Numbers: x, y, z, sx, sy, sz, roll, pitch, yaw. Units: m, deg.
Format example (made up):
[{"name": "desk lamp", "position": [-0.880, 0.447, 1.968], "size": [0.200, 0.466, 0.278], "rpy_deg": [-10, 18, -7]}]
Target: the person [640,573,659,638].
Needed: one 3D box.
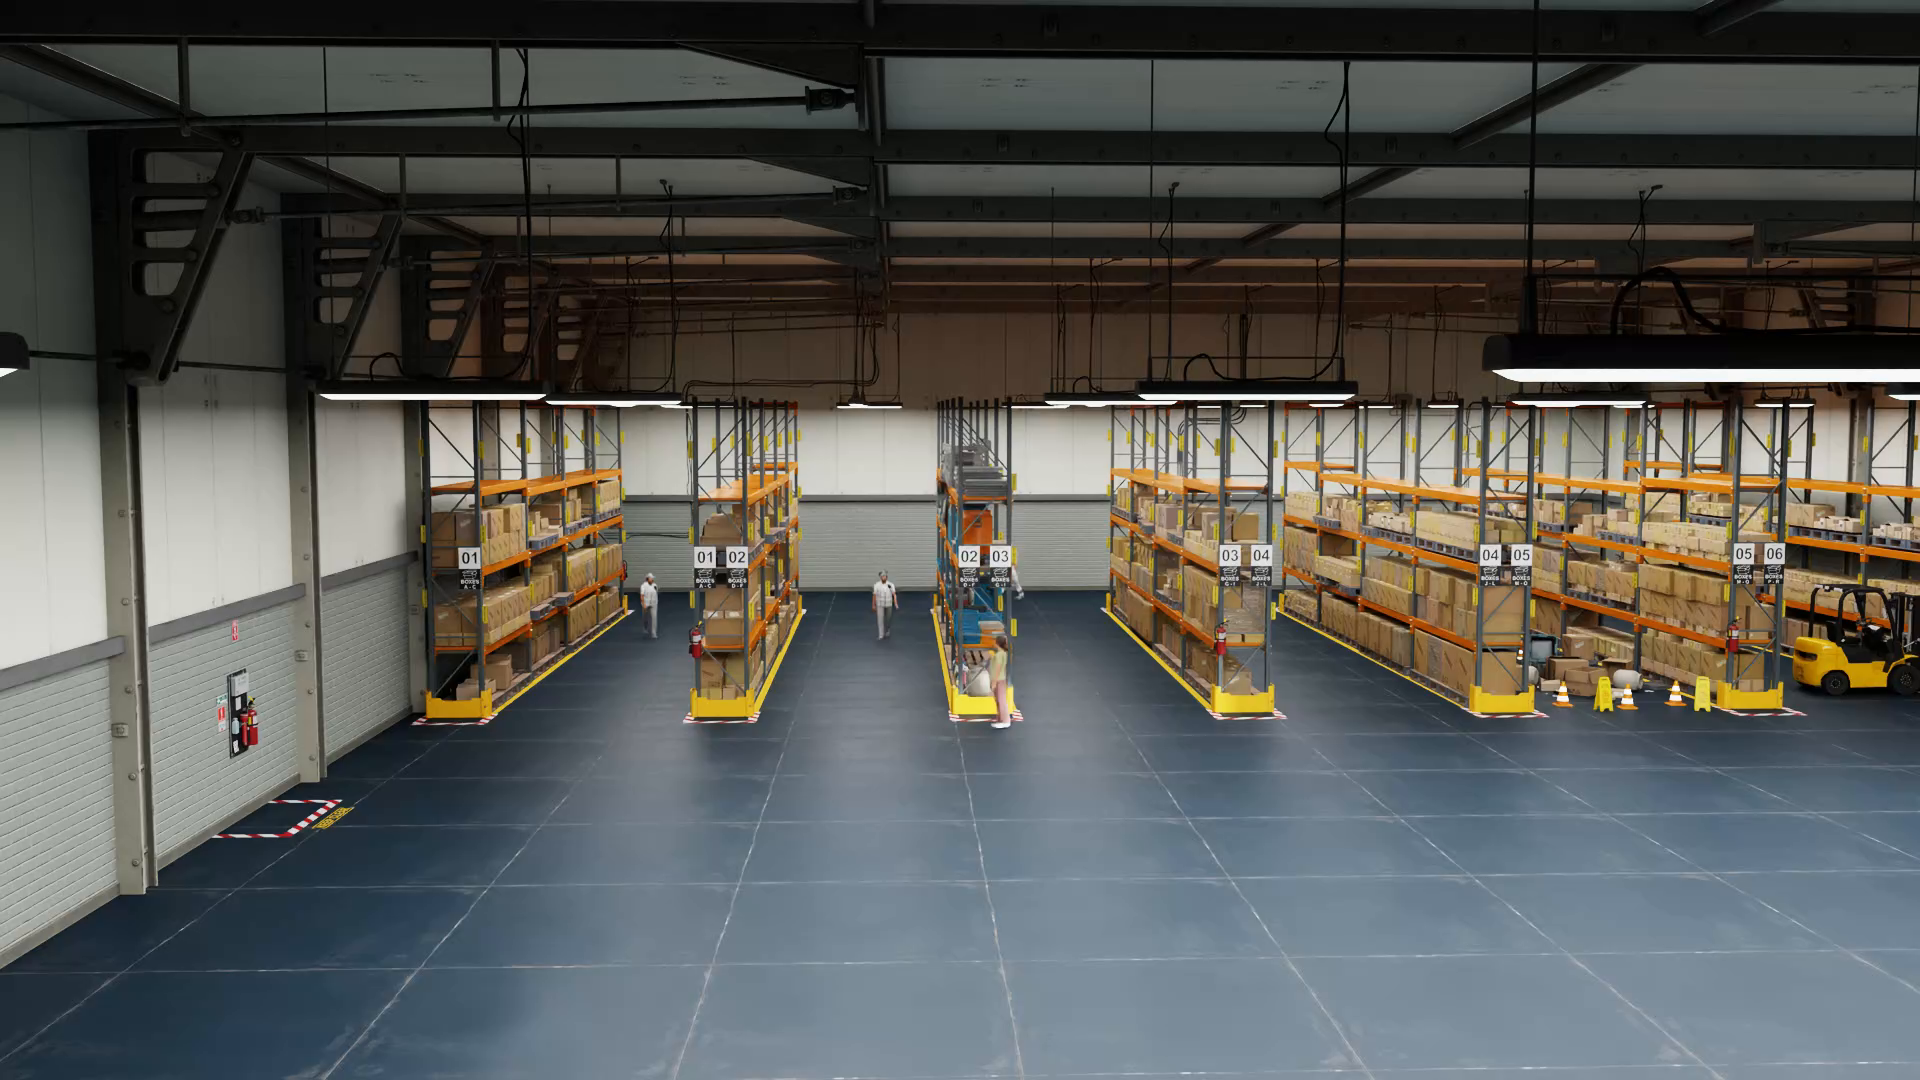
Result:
[{"name": "person", "position": [-7.872, 1.647, 42.211], "size": [0.479, 1.607, 0.940], "rpy_deg": [-1, 5, -12]}]

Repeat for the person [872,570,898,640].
[{"name": "person", "position": [-1.879, 1.626, 41.726], "size": [0.636, 1.718, 1.048], "rpy_deg": [0, 4, -5]}]

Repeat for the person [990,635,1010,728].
[{"name": "person", "position": [0.724, 2.573, 30.066], "size": [0.380, 1.687, 0.499], "rpy_deg": [0, 4, 1]}]

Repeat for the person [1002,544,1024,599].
[{"name": "person", "position": [1.480, 0.966, 50.212], "size": [1.053, 1.751, 0.634], "rpy_deg": [-4, 6, -41]}]
